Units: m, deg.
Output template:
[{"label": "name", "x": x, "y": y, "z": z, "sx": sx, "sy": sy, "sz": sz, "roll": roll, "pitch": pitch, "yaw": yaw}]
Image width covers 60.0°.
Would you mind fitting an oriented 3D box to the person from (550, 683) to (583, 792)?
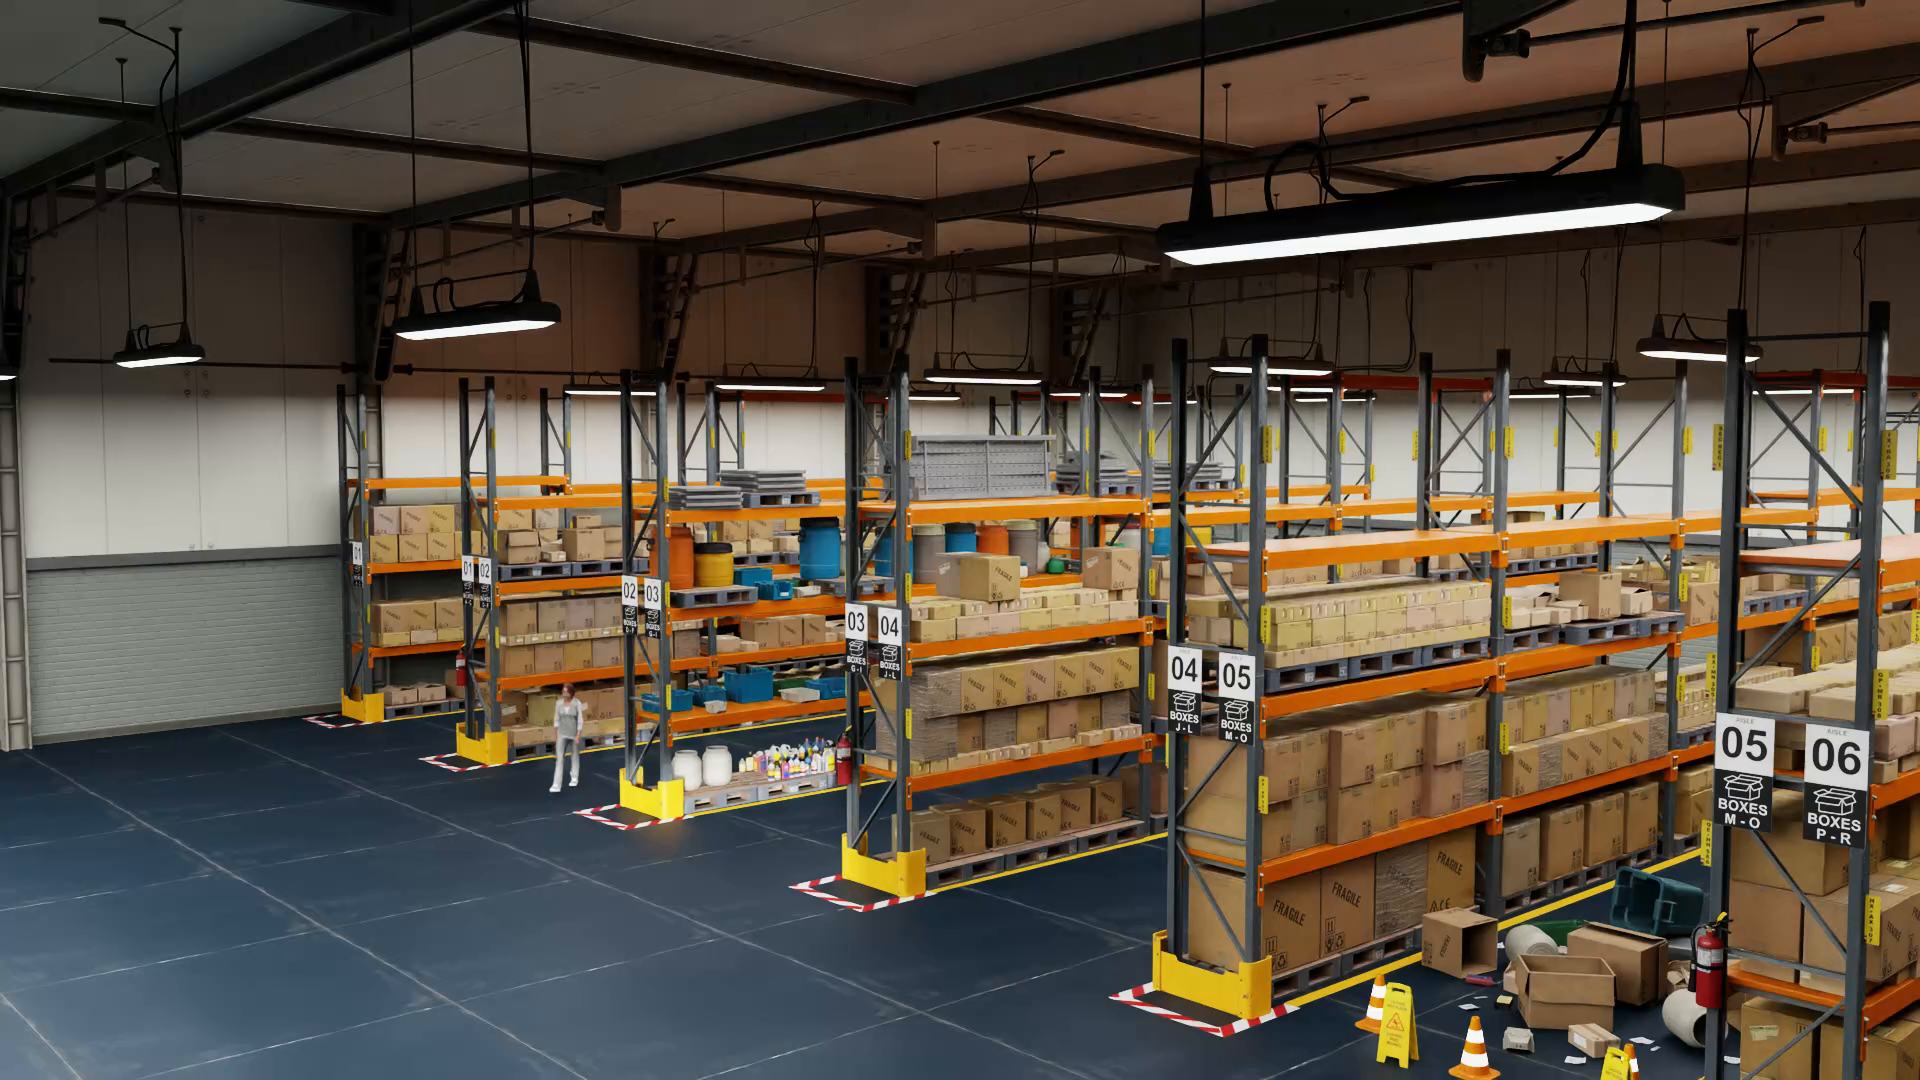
[{"label": "person", "x": -5.608, "y": 2.811, "z": 23.740, "sx": 0.456, "sy": 1.541, "sz": 0.978, "roll": -1, "pitch": 4, "yaw": -10}]
